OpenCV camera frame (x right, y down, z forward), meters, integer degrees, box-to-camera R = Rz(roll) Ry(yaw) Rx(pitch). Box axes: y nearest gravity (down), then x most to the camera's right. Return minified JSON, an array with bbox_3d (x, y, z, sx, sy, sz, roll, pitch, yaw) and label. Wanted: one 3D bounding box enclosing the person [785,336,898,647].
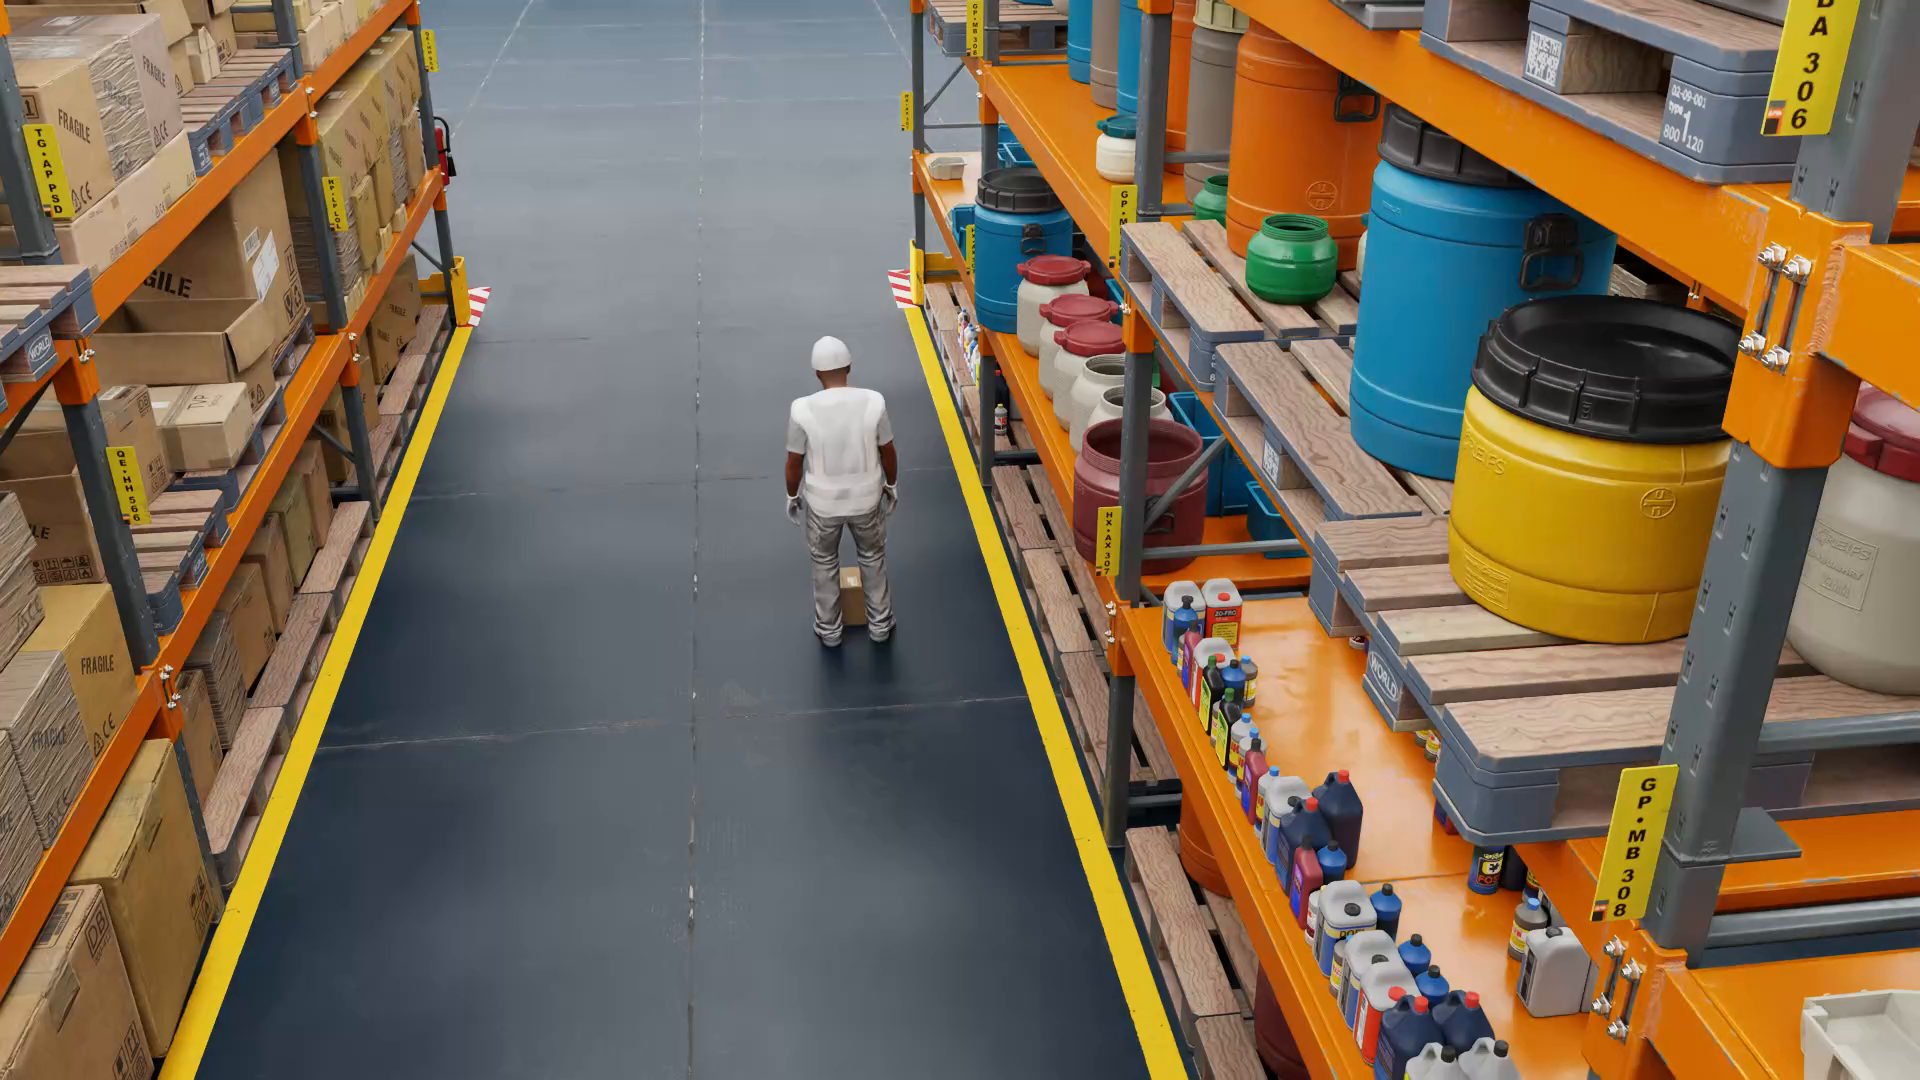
[{"bbox_3d":[-0.643,-0.246,9.090,0.623,1.773,0.451,-5,27,-10],"label":"person"}]
